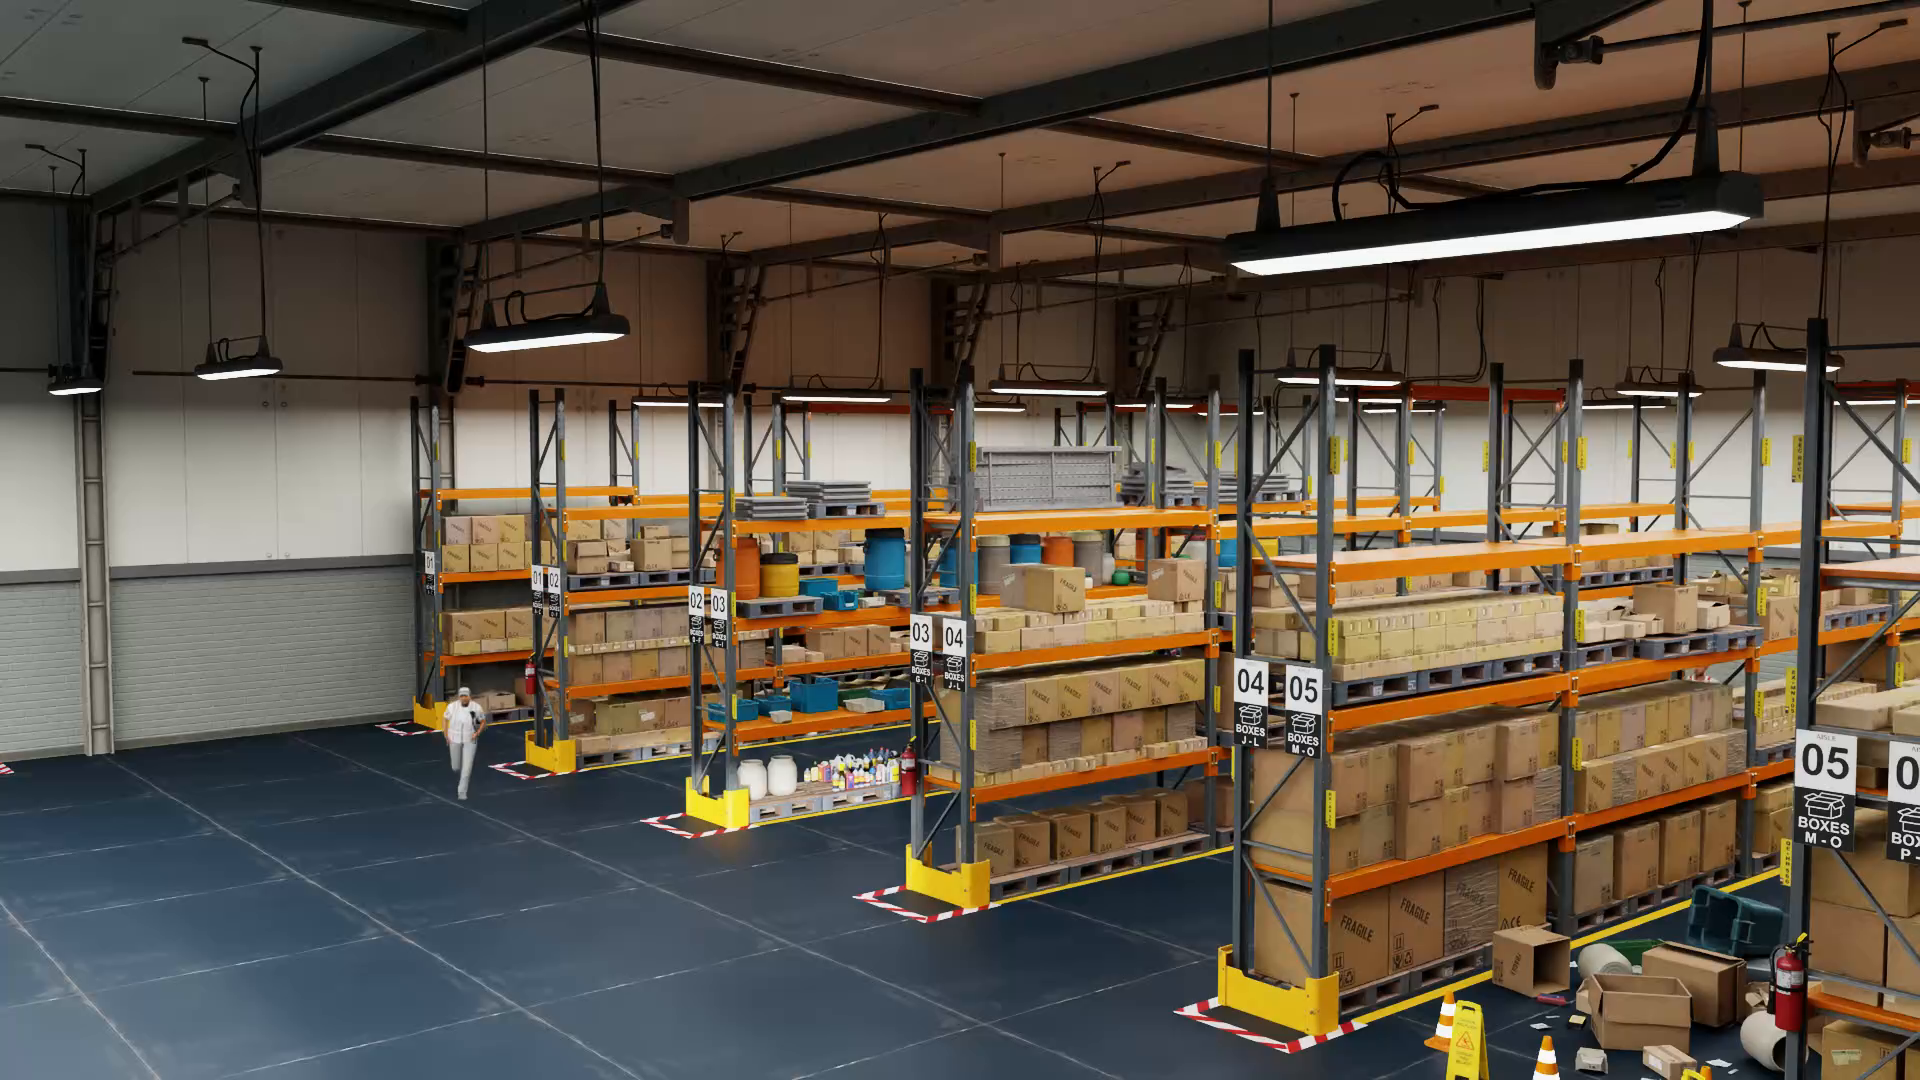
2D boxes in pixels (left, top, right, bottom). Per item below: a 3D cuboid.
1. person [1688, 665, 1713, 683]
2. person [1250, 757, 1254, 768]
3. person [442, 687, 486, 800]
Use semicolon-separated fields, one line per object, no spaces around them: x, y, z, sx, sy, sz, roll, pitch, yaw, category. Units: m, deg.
11.499;2.724;25.864;0.664;1.772;1.000;3;5;43;person
4.302;2.893;24.676;0.758;1.628;0.574;-3;5;-42;person
-7.251;2.948;24.349;0.624;1.647;0.750;-1;3;-10;person
